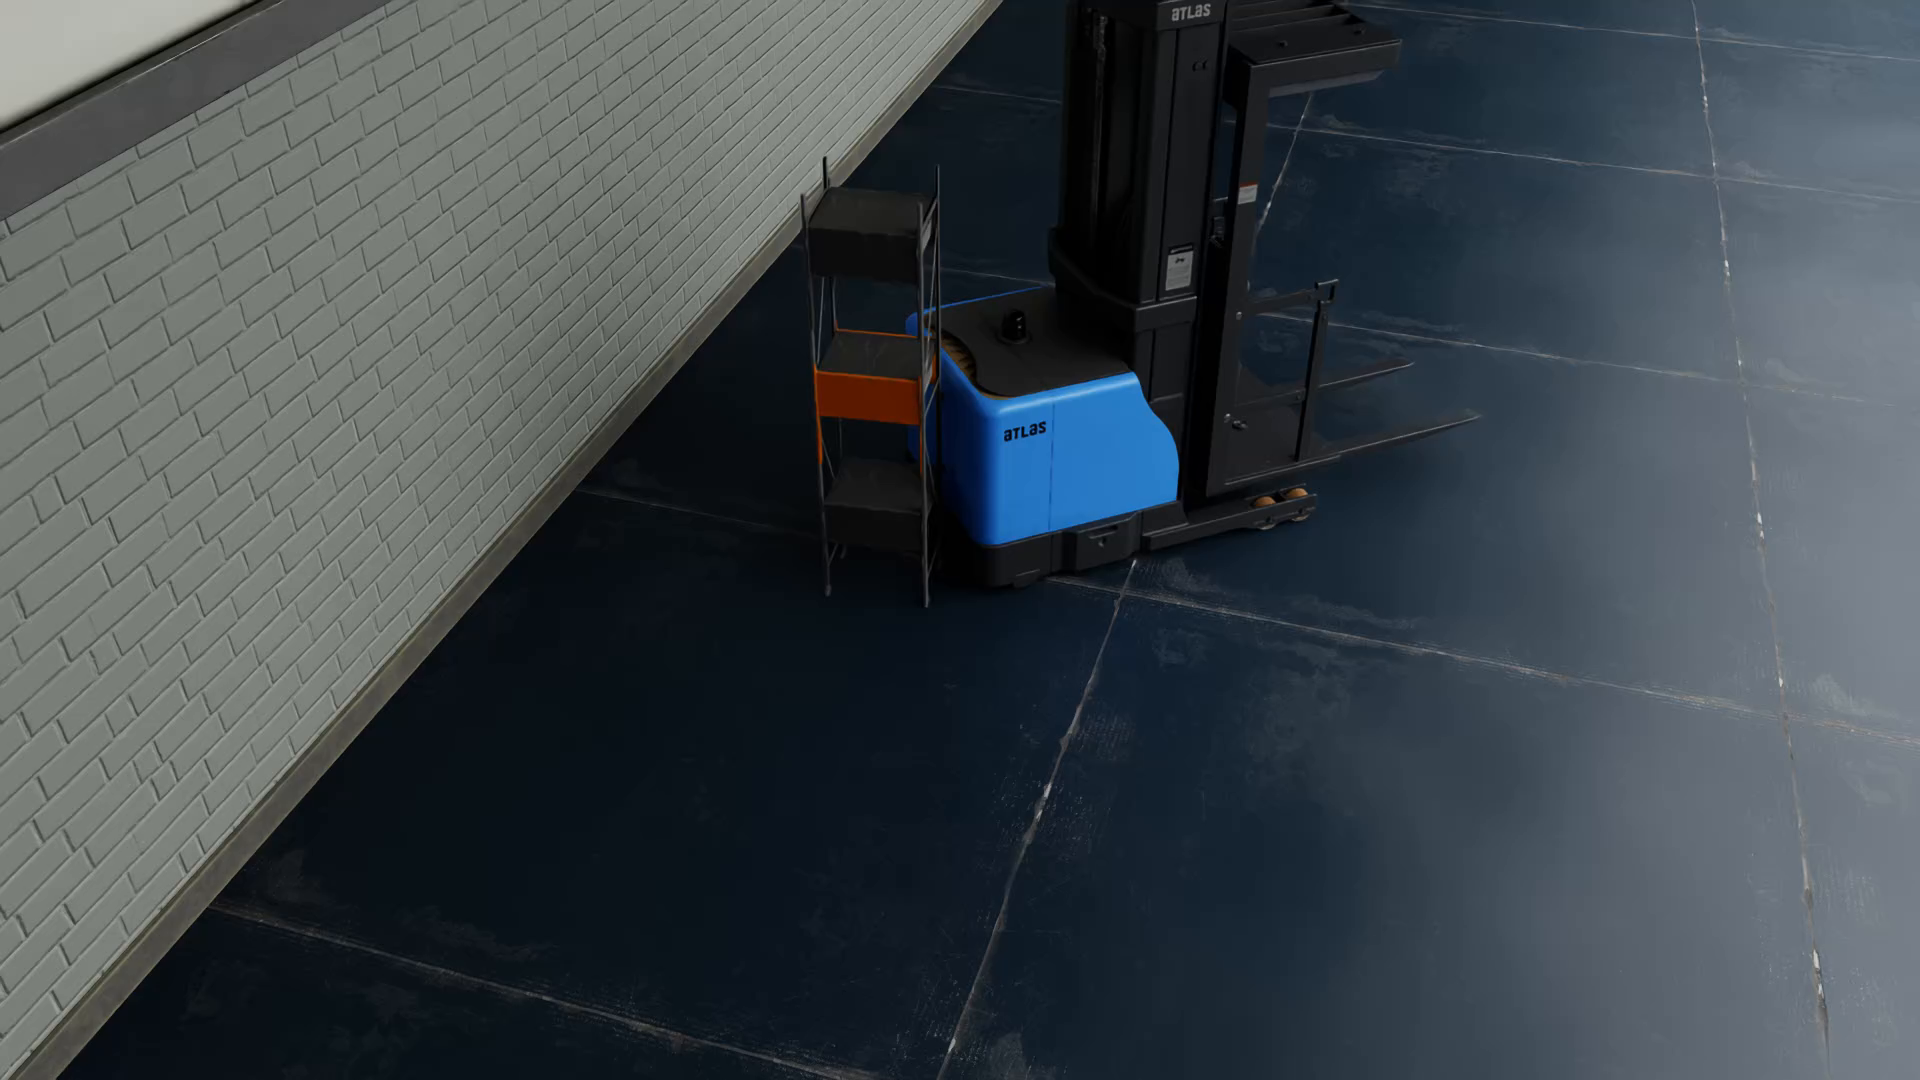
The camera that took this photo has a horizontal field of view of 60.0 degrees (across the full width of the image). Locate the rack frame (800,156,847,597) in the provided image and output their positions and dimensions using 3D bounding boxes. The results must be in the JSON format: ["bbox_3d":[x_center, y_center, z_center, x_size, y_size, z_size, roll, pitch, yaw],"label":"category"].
[{"bbox_3d":[-0.611,-0.684,7.593,0.015,2.100,0.400,6,37,8],"label":"rack frame"}]

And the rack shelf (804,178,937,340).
[{"bbox_3d":[-0.371,-1.211,7.151,0.480,0.518,0.431,6,37,8],"label":"rack shelf"}]

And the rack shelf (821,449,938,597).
[{"bbox_3d":[-0.371,-0.083,7.981,0.480,0.518,0.431,6,37,8],"label":"rack shelf"}]

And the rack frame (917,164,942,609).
[{"bbox_3d":[-0.131,-0.632,7.522,0.015,2.100,0.400,6,37,8],"label":"rack frame"}]

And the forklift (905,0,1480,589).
[{"bbox_3d":[1.284,-1.507,8.010,3.031,2.935,1.130,-14,39,-18],"label":"forklift"}]

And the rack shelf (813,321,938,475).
[{"bbox_3d":[-0.371,-0.647,7.566,0.480,0.518,0.431,6,37,8],"label":"rack shelf"}]

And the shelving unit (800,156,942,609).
[{"bbox_3d":[-0.371,-0.658,7.558,0.503,2.100,0.431,6,37,8],"label":"shelving unit"}]
